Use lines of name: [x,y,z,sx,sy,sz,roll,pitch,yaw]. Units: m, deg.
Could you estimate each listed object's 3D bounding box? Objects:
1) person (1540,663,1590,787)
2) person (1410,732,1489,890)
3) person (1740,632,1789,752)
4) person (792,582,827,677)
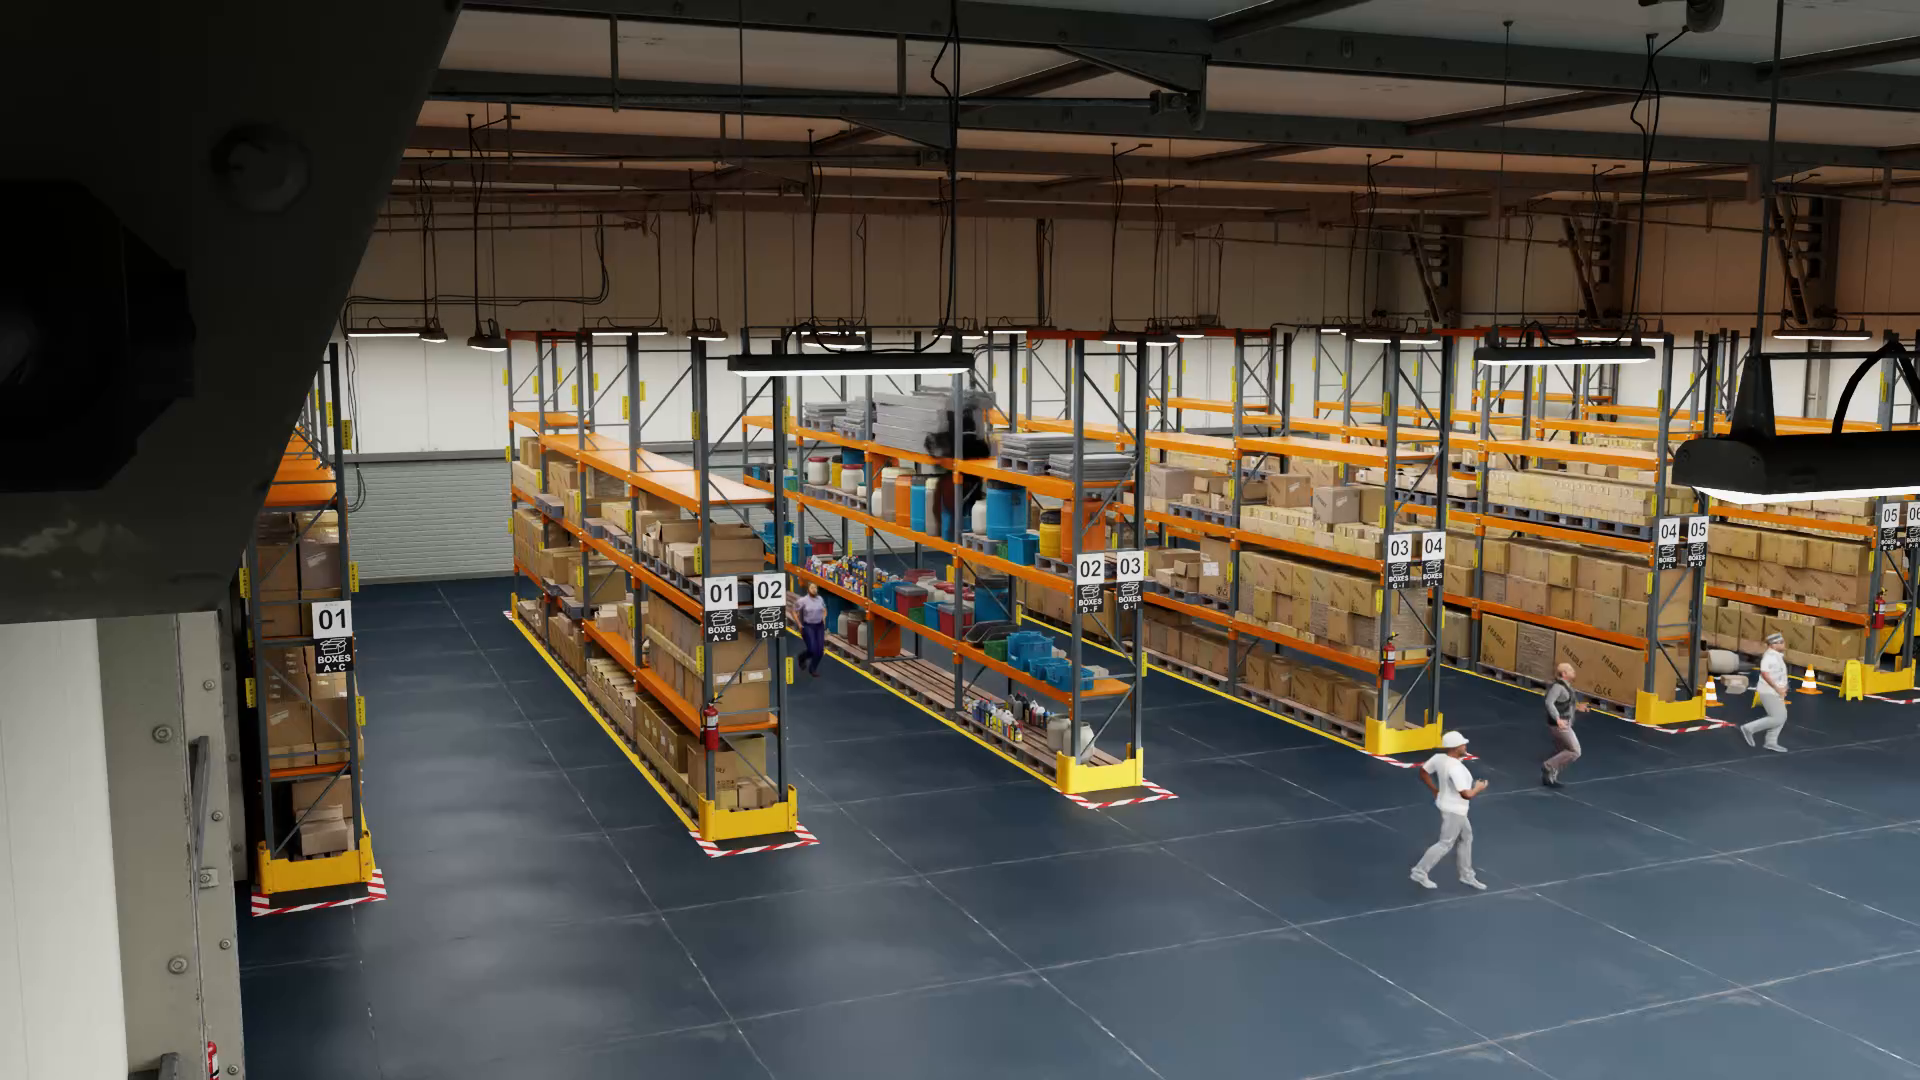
person: [8.112,2.476,22.272,0.588,1.691,0.647,3,8,20]
person: [5.379,2.976,18.192,0.883,1.802,0.683,0,8,2]
person: [11.748,2.191,24.197,0.641,1.764,0.686,4,9,27]
person: [-2.468,1.500,27.838,0.607,1.606,0.549,-5,9,-32]
